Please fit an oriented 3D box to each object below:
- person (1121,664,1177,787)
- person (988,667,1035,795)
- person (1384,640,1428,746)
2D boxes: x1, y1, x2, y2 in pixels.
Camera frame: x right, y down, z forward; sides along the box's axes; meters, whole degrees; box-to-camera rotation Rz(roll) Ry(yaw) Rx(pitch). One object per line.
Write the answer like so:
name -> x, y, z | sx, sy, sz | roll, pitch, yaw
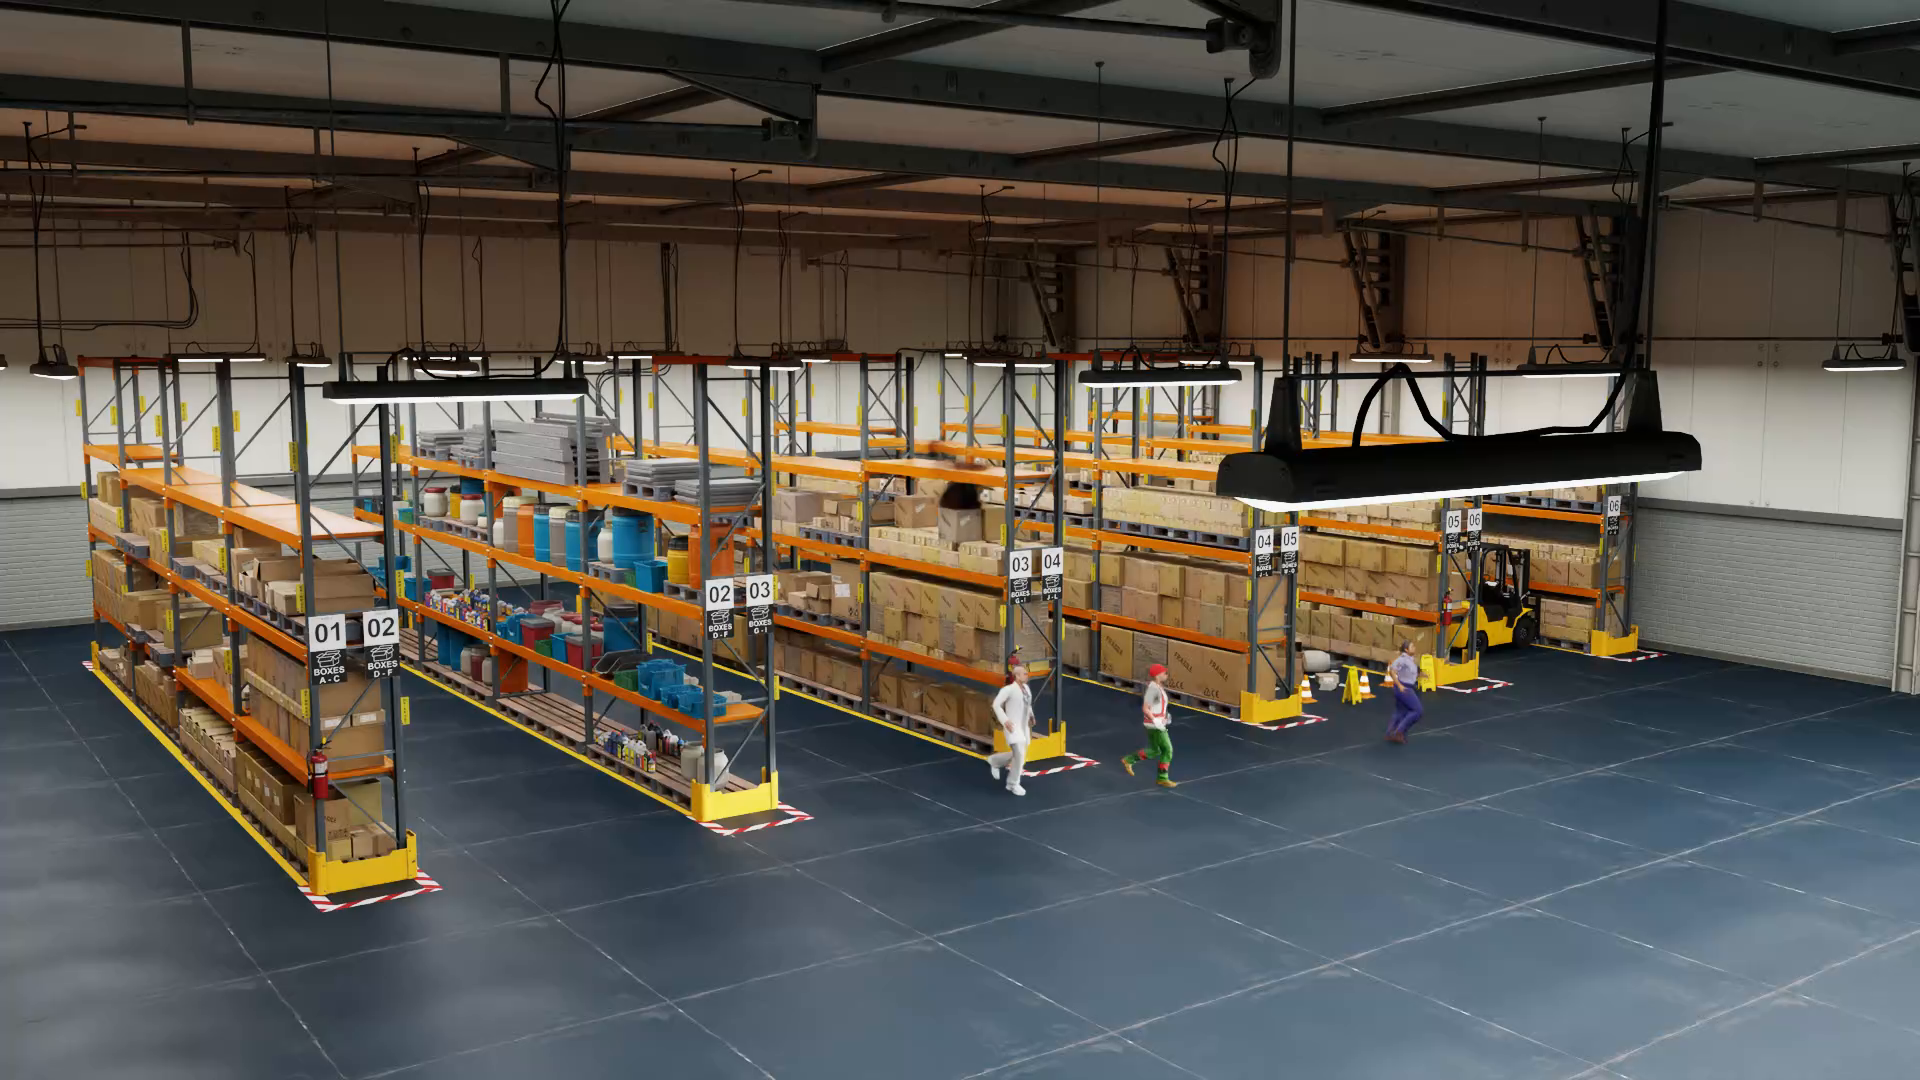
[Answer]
person -> 2.685, 2.617, 23.560 | 0.809, 1.760, 0.650 | 1, 7, 7
person -> 0.756, 2.648, 23.498 | 0.786, 1.731, 0.756 | 6, 9, 39
person -> 6.997, 2.383, 26.027 | 0.636, 1.644, 0.580 | 2, 7, 16
